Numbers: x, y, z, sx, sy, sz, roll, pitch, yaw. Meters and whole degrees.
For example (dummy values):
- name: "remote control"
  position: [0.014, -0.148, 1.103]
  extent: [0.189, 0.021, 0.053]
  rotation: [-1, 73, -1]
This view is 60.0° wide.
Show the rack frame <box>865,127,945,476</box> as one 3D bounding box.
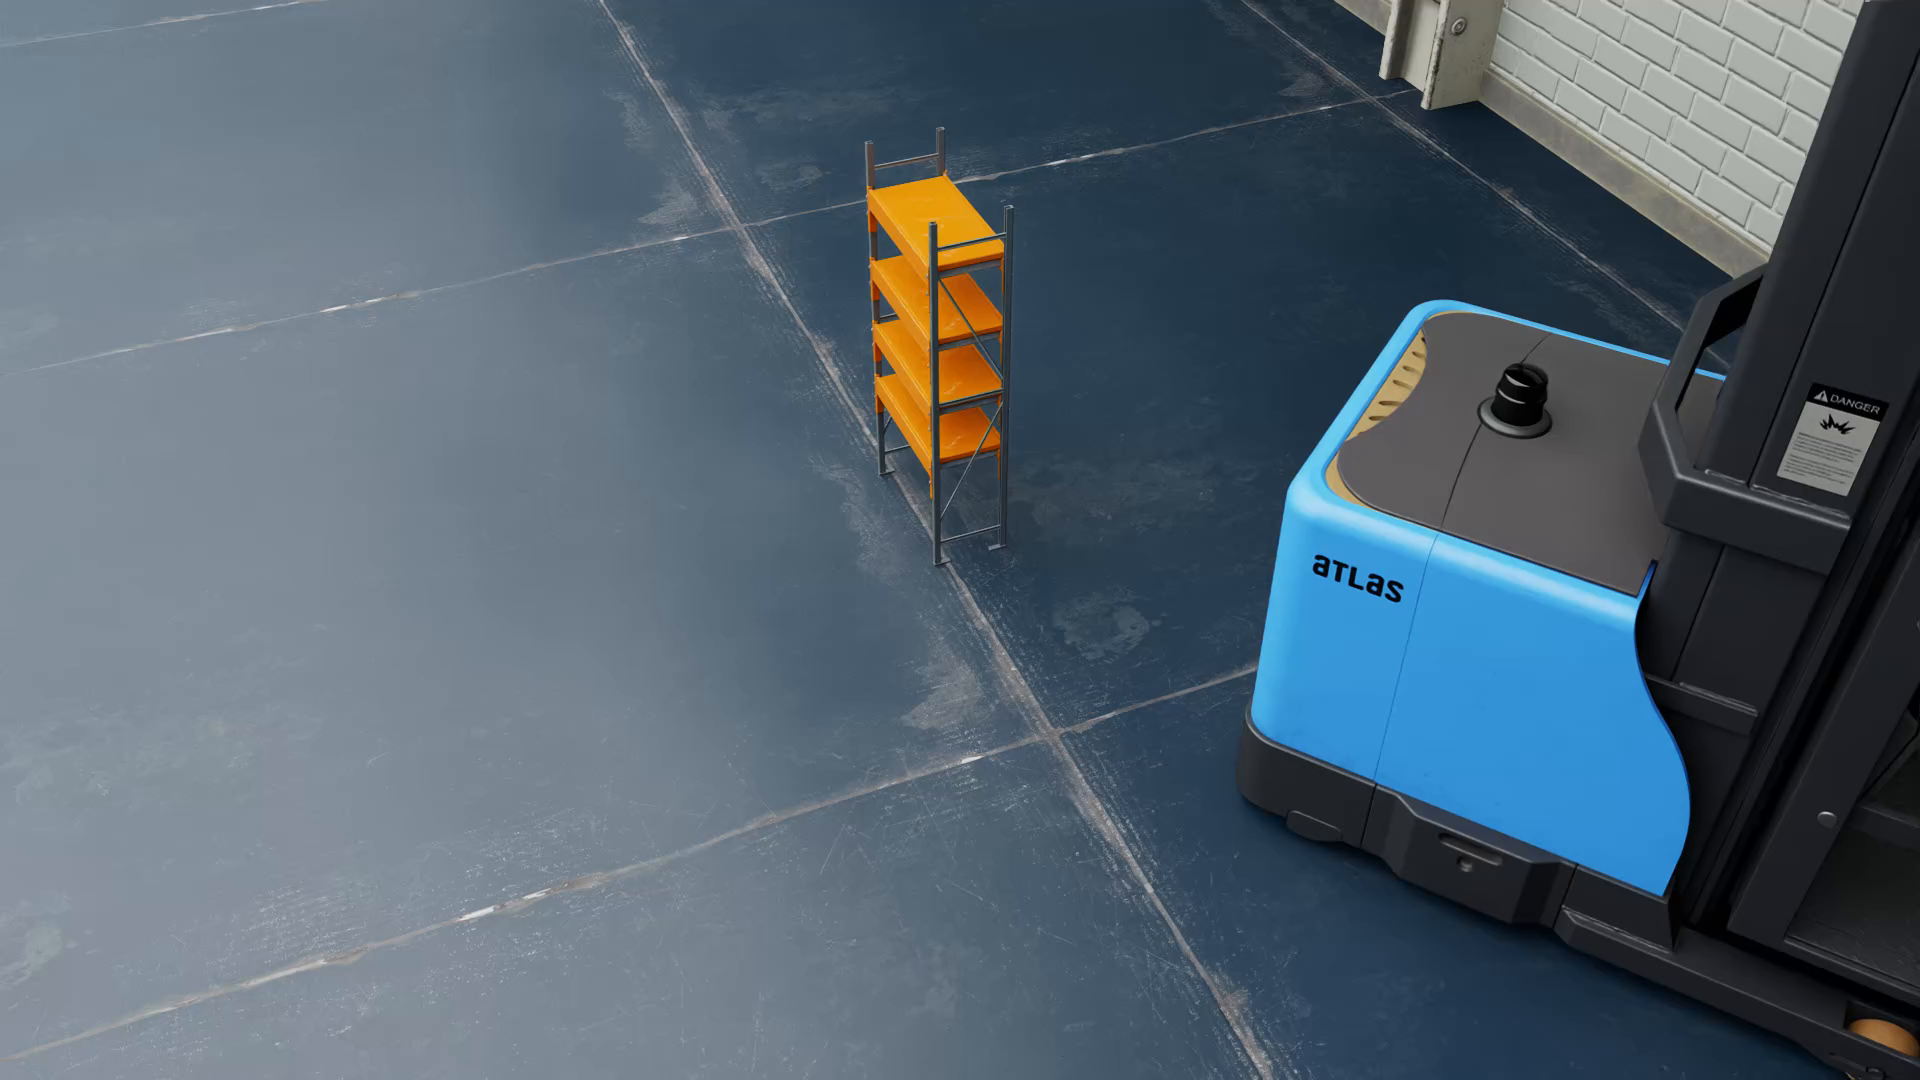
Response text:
- name: "rack frame"
  position: [-0.157, -0.702, 5.146]
  extent: [0.240, 1.200, 0.015]
  rotation: [-15, 43, -17]

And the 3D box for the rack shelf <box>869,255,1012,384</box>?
- name: "rack shelf"
  position: [-0.063, -0.673, 4.873]
  extent: [0.258, 0.148, 0.480]
  rotation: [-15, 43, -17]

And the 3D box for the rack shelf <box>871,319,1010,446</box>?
- name: "rack shelf"
  position: [-0.063, -0.504, 5.019]
  extent: [0.258, 0.148, 0.480]
  rotation: [-15, 43, -17]

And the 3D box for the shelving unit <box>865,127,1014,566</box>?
- name: "shelving unit"
  position: [-0.063, -0.555, 4.975]
  extent: [0.258, 1.200, 0.503]
  rotation: [-15, 43, -17]

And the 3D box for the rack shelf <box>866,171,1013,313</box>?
- name: "rack shelf"
  position: [-0.063, -0.853, 4.719]
  extent: [0.258, 0.148, 0.480]
  rotation: [-15, 43, -17]

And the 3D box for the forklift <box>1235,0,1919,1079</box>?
- name: "forklift"
  position: [2.262, -0.194, 3.227]
  extent: [3.031, 2.935, 1.130]
  rotation: [21, 45, 22]

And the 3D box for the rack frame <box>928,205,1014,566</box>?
- name: "rack frame"
  position: [0.030, -0.408, 4.804]
  extent: [0.240, 1.200, 0.015]
  rotation: [-15, 43, -17]

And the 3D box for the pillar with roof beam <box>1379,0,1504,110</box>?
- name: "pillar with roof beam"
  position: [-1.803, -4.434, 3.505]
  extent: [9.100, 9.000, 0.400]
  rotation: [-15, 43, -17]

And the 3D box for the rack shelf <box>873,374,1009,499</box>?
- name: "rack shelf"
  position: [-0.063, -0.353, 5.148]
  extent: [0.258, 0.148, 0.480]
  rotation: [-15, 43, -17]
